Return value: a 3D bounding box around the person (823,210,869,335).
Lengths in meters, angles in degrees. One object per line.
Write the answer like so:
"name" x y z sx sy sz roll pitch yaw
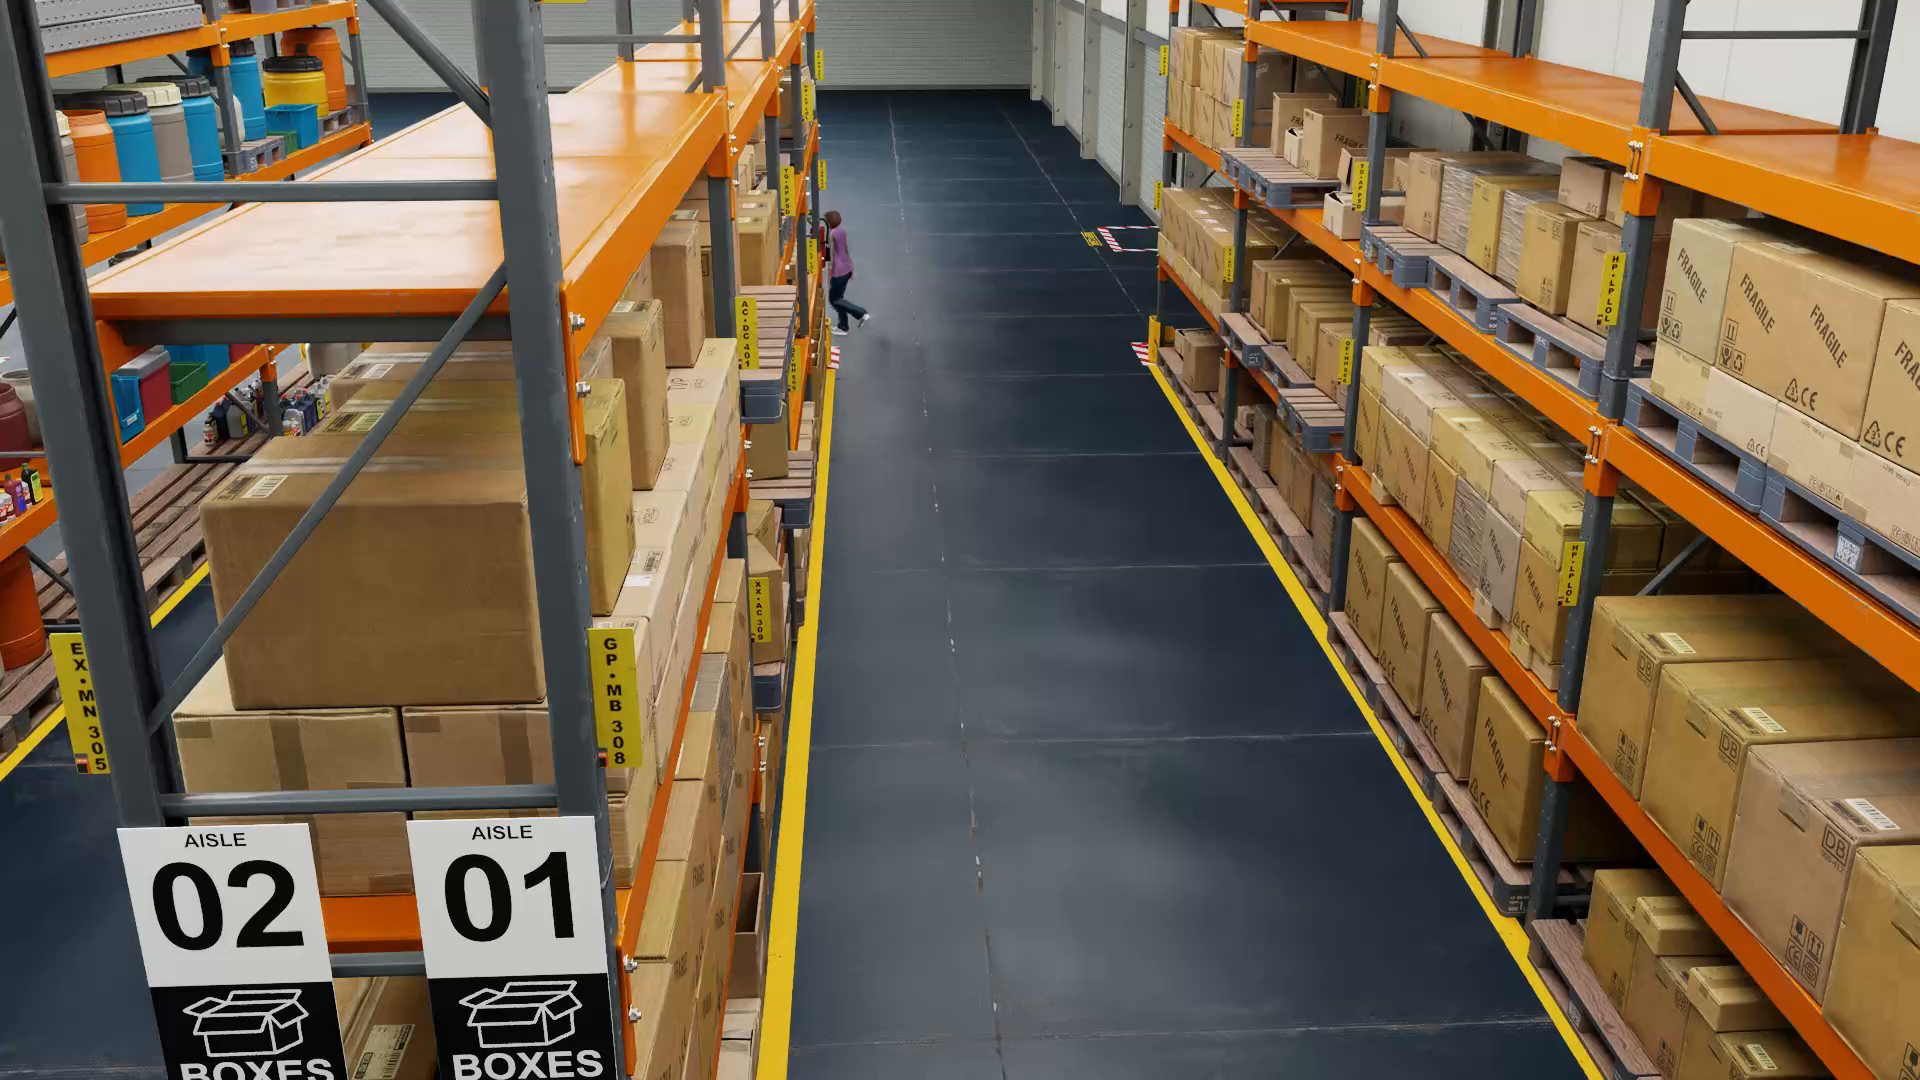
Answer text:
"person" -1.422 -3.283 20.555 0.599 1.567 0.468 7 22 19
